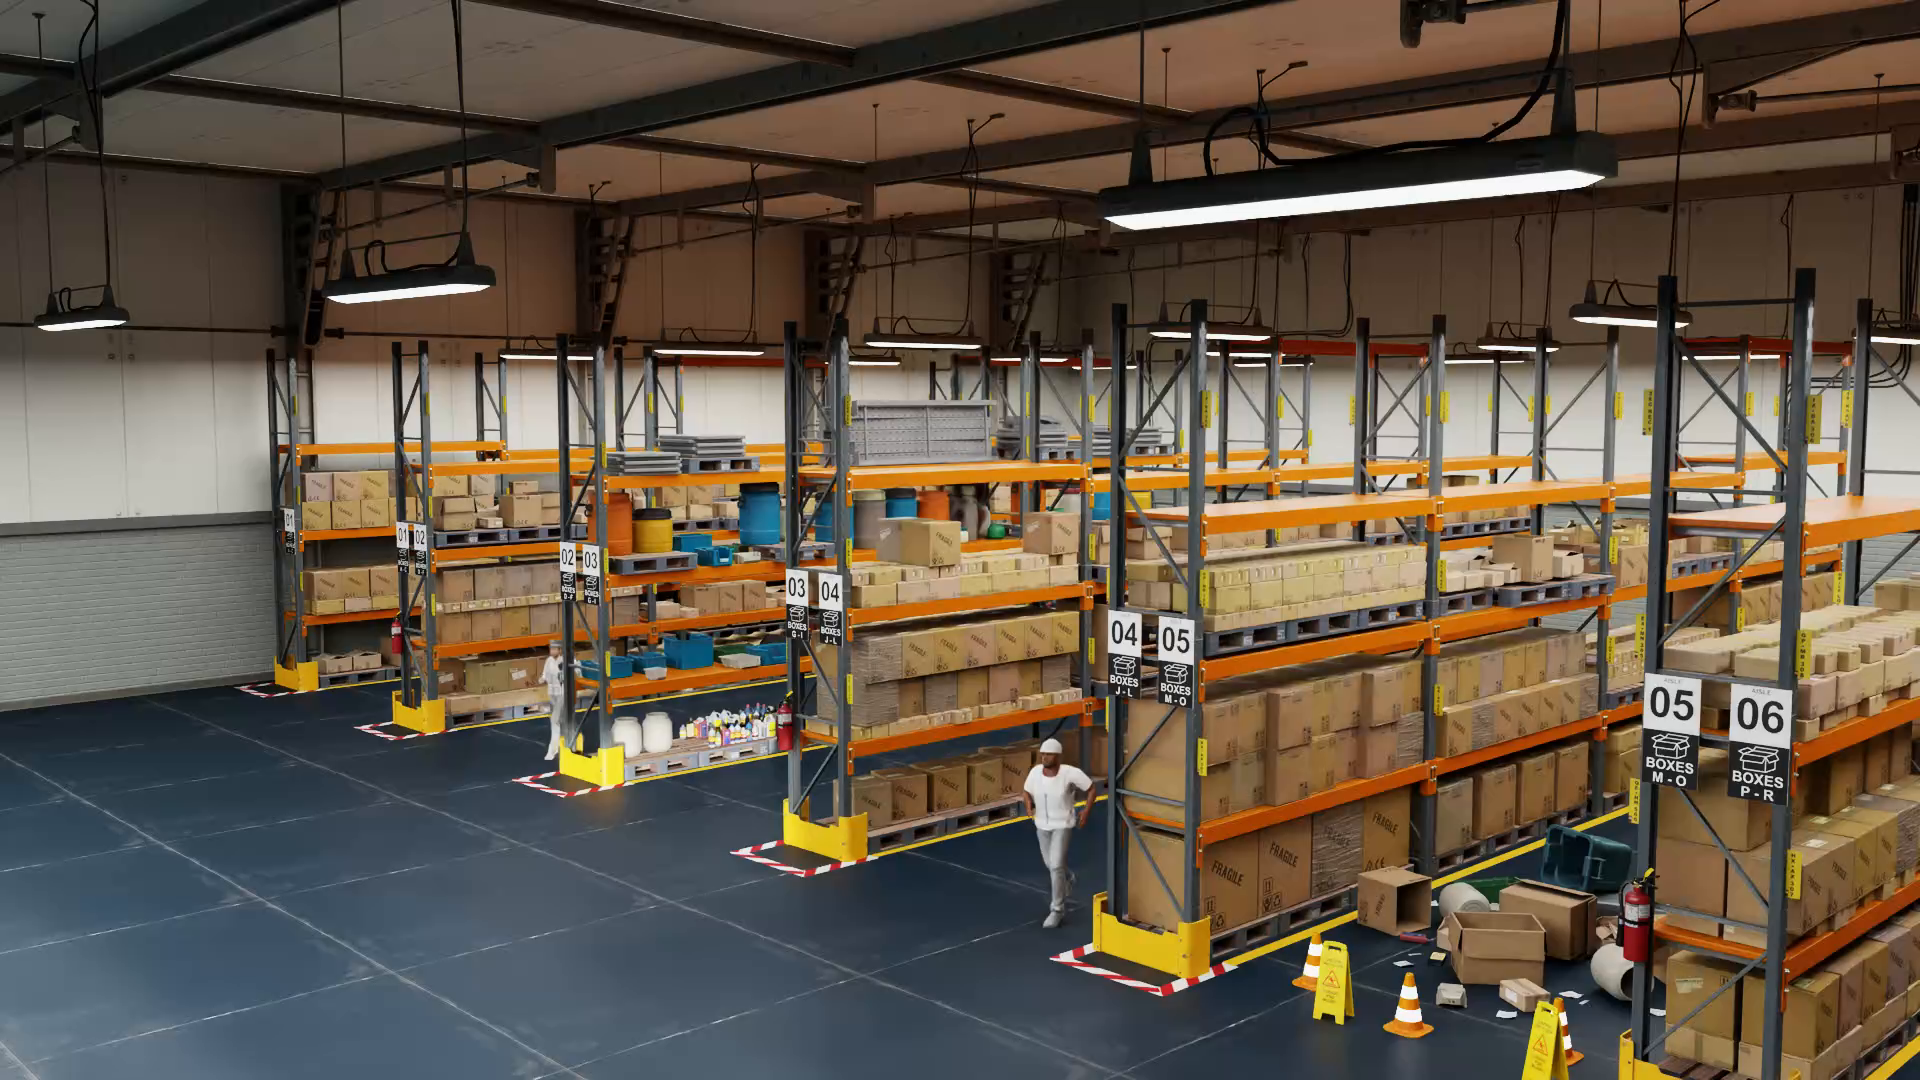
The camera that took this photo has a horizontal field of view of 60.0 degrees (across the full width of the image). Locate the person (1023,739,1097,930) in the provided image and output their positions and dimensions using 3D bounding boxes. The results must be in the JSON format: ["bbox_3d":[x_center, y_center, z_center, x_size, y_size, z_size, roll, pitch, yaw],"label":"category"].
[{"bbox_3d":[0.960,2.853,16.512,0.757,1.796,0.911,3,6,29],"label":"person"}]

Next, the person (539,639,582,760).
[{"bbox_3d":[-5.748,2.259,23.980,0.635,1.722,0.865,3,6,31],"label":"person"}]

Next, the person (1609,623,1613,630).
[{"bbox_3d":[9.993,2.110,25.638,0.830,1.721,0.670,-4,6,-36],"label":"person"}]
